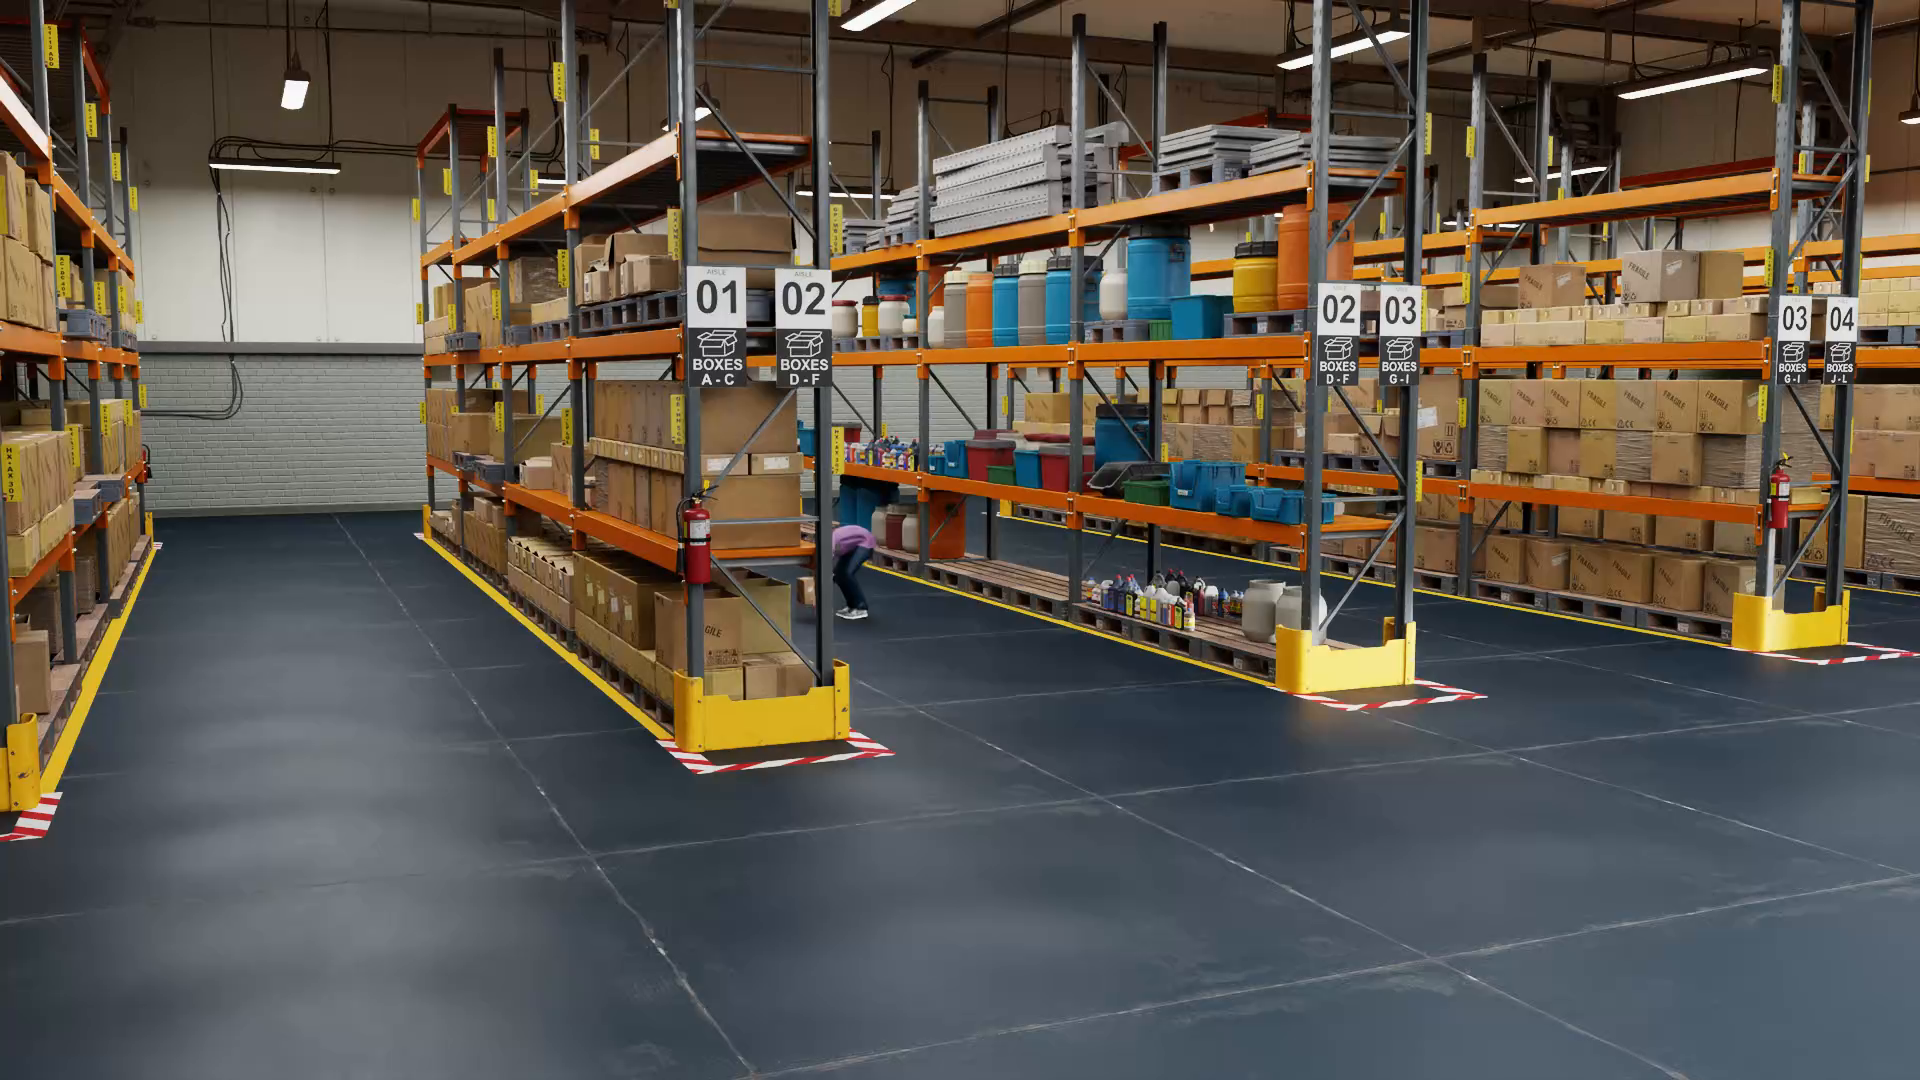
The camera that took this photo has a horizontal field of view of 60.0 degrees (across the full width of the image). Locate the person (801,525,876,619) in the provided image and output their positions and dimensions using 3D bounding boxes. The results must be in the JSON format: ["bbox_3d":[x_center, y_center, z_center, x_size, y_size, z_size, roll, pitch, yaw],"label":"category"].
[{"bbox_3d":[-1.278,0.334,17.080,0.868,0.959,0.409,-3,6,-26],"label":"person"}]
